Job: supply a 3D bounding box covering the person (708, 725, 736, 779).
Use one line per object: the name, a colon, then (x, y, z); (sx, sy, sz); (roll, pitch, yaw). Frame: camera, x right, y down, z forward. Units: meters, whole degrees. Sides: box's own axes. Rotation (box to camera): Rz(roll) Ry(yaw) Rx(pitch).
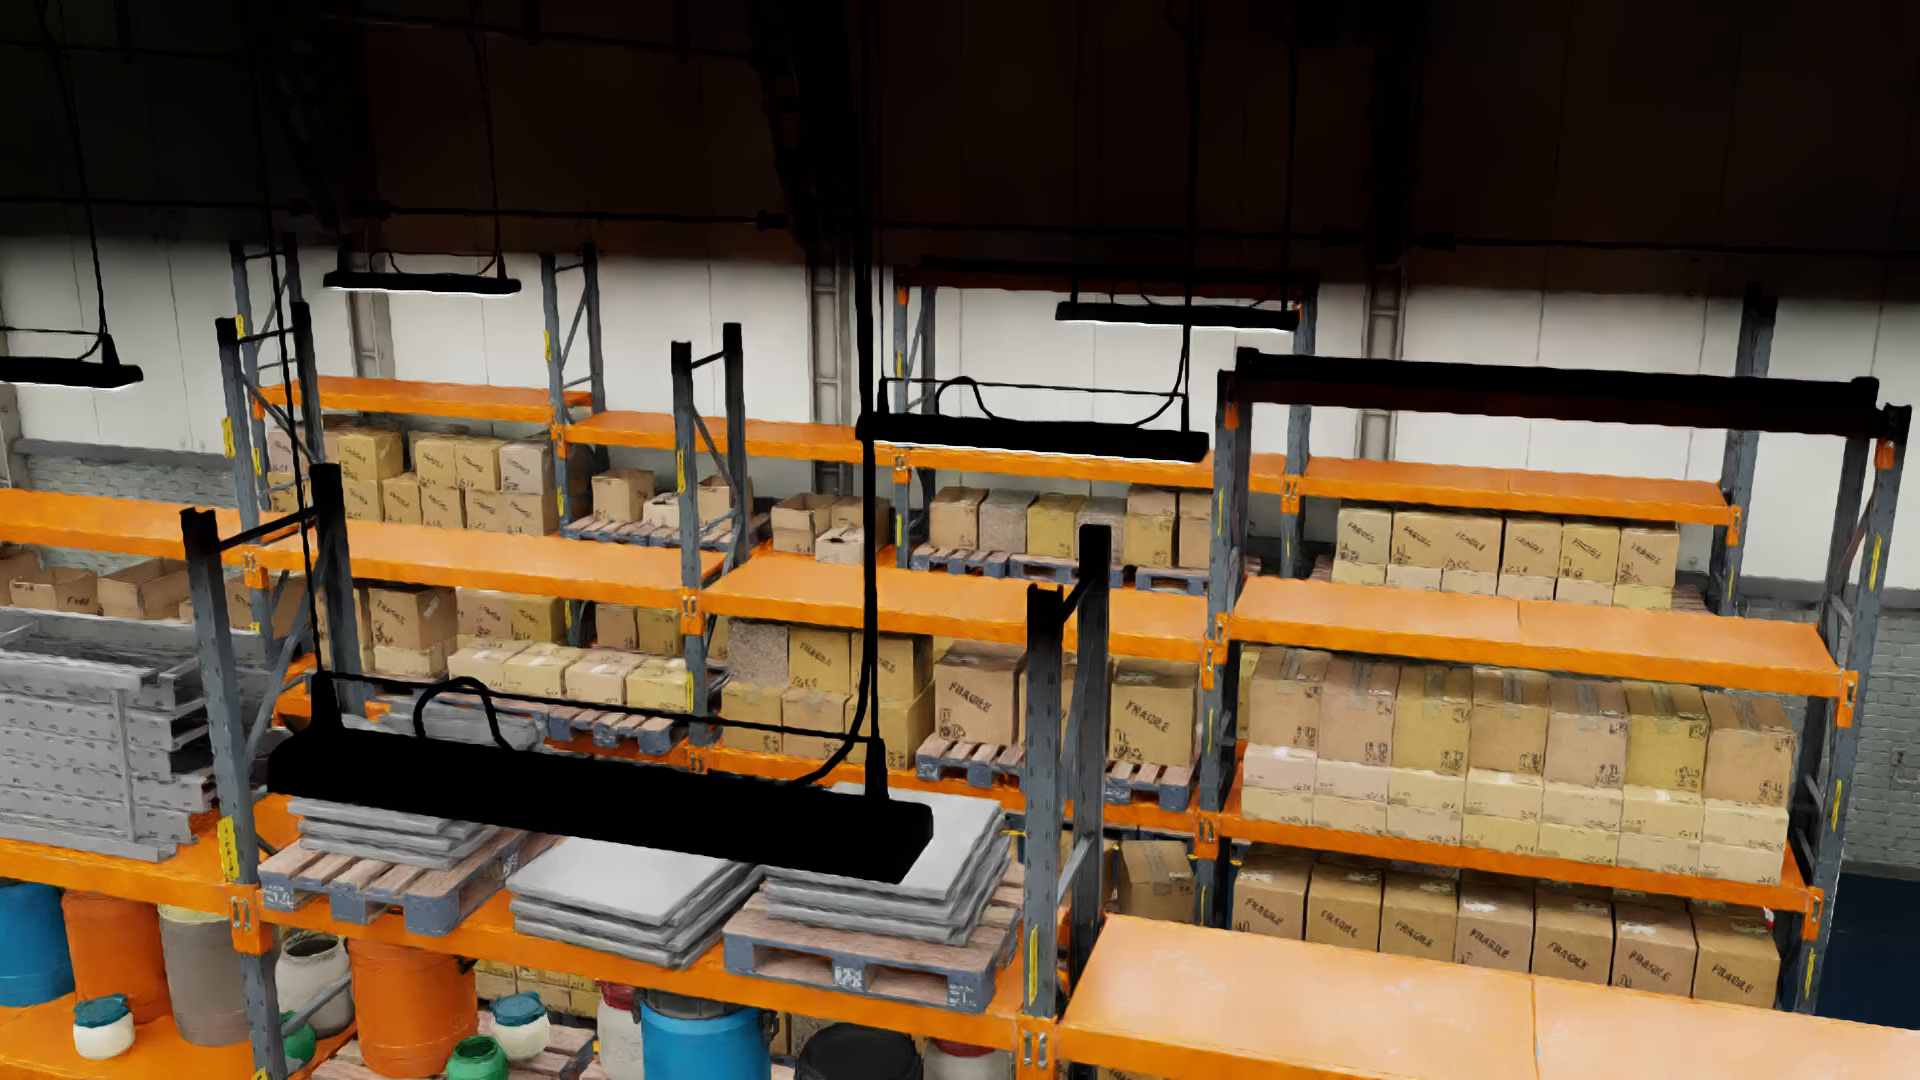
person: (-2.566, 2.355, 17.804); (1.034, 1.523, 0.416); (4, 17, 15)
